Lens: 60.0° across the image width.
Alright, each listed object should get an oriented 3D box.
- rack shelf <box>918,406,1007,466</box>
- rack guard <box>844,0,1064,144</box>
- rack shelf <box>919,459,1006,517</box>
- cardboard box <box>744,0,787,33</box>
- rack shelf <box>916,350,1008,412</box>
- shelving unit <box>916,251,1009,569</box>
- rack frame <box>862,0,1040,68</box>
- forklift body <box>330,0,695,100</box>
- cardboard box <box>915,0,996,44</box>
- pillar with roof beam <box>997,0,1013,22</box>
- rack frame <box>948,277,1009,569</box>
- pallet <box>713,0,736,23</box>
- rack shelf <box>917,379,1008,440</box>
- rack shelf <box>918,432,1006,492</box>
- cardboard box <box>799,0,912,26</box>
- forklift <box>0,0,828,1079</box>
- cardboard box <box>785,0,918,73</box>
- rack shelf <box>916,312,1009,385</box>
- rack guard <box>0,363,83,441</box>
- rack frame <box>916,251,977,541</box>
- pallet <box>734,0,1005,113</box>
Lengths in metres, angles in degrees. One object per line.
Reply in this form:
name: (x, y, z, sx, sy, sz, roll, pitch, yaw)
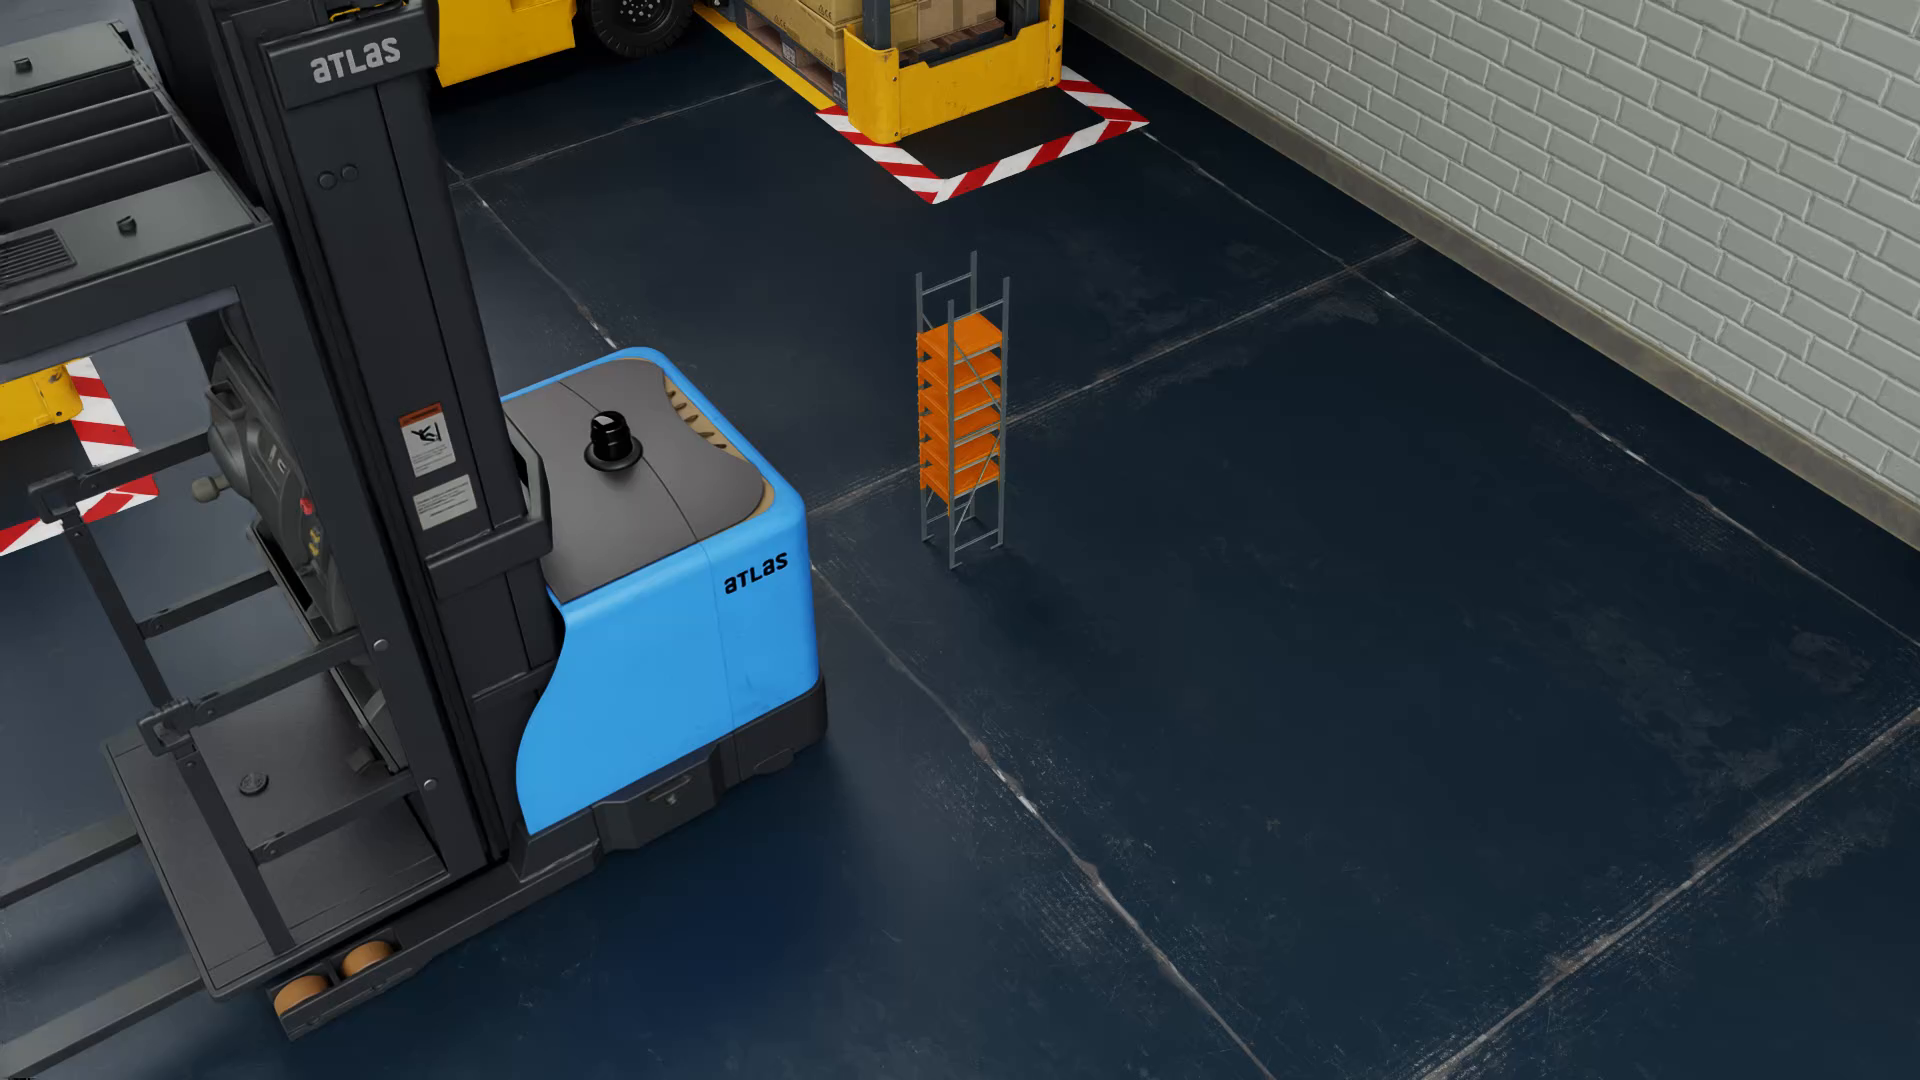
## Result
rack shelf: (0.008, -0.394, 5.858, 0.258, 0.103, 0.180, -26, 49, -24)
rack guard: (-0.018, -2.472, 8.478, 1.175, 0.500, 0.348, -26, 49, -24)
rack shelf: (0.008, -0.220, 6.024, 0.258, 0.103, 0.180, -26, 49, -24)
cardboard box: (-0.837, -2.974, 8.880, 0.500, 0.250, 0.500, -26, 49, -24)
rack shelf: (0.008, -0.567, 5.692, 0.258, 0.103, 0.180, -26, 49, -24)
shelving unit: (0.008, -0.426, 5.827, 0.258, 1.200, 0.189, -26, 49, -24)
rack frame: (-0.032, -3.390, 7.629, 1.000, 3.000, 0.127, -26, 49, -24)
forklift body: (-2.613, -3.436, 8.292, 2.313, 2.155, 1.214, -26, 49, -24)
cardboard box: (-0.153, -2.903, 8.806, 0.500, 0.250, 0.500, -26, 49, -24)
pillar with roof beam: (-3.222, -4.610, 4.562, 9.100, 9.000, 0.400, -26, 49, -24)
rack frame: (0.061, -0.374, 5.773, 0.240, 1.200, 0.006, -26, 49, -24)
pallet: (-1.198, -3.488, 9.751, 1.003, 0.211, 1.213, -26, 49, -24)
rack shelf: (0.008, -0.480, 5.775, 0.258, 0.103, 0.180, -26, 49, -24)
rack shelf: (0.008, -0.307, 5.941, 0.258, 0.103, 0.180, -26, 49, -24)
cardboard box: (-0.567, -2.880, 8.420, 0.500, 0.250, 0.500, -26, 50, -25)
forklift: (-1.930, -0.069, 4.199, 3.031, 2.935, 1.130, -26, 50, -25)
cardboard box: (-0.560, -2.689, 8.581, 0.500, 0.250, 0.500, -25, 49, -24)
rack shelf: (0.008, -0.654, 5.609, 0.258, 0.103, 0.180, -26, 49, -24)
rack guard: (-4.145, -0.566, 6.481, 1.175, 0.500, 0.348, -26, 49, -24)
rack frame: (-0.044, -0.478, 5.881, 0.240, 1.200, 0.006, -26, 49, -24)
pallet: (-0.504, -2.798, 9.028, 1.003, 0.211, 1.213, -26, 49, -24)
